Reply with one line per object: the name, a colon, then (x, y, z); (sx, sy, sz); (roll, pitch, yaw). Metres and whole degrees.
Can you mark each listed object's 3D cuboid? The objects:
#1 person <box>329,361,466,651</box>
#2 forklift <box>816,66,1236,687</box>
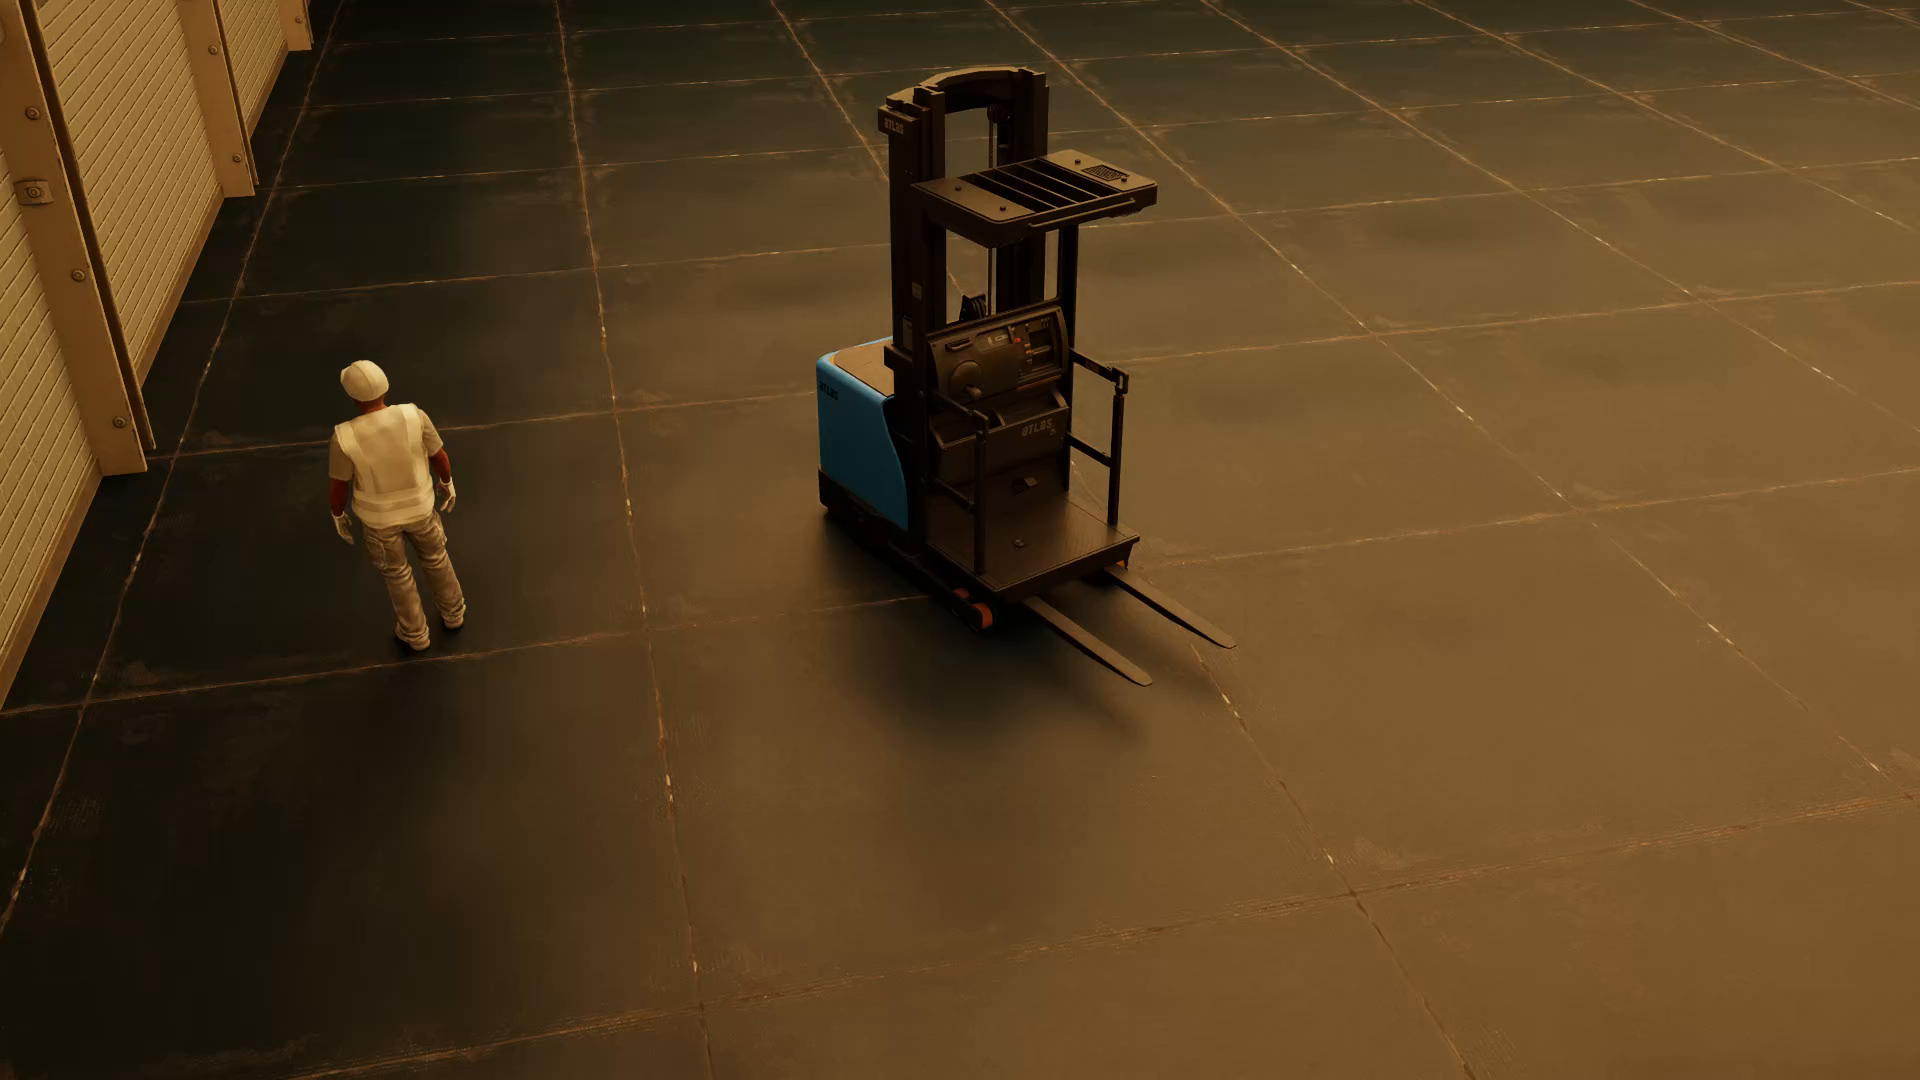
person: (-3.094, -0.209, 9.068); (0.655, 1.785, 0.576); (-17, 34, -26)
forklift: (0.355, -1.021, 9.338); (1.130, 2.935, 3.031); (-20, 35, -30)
